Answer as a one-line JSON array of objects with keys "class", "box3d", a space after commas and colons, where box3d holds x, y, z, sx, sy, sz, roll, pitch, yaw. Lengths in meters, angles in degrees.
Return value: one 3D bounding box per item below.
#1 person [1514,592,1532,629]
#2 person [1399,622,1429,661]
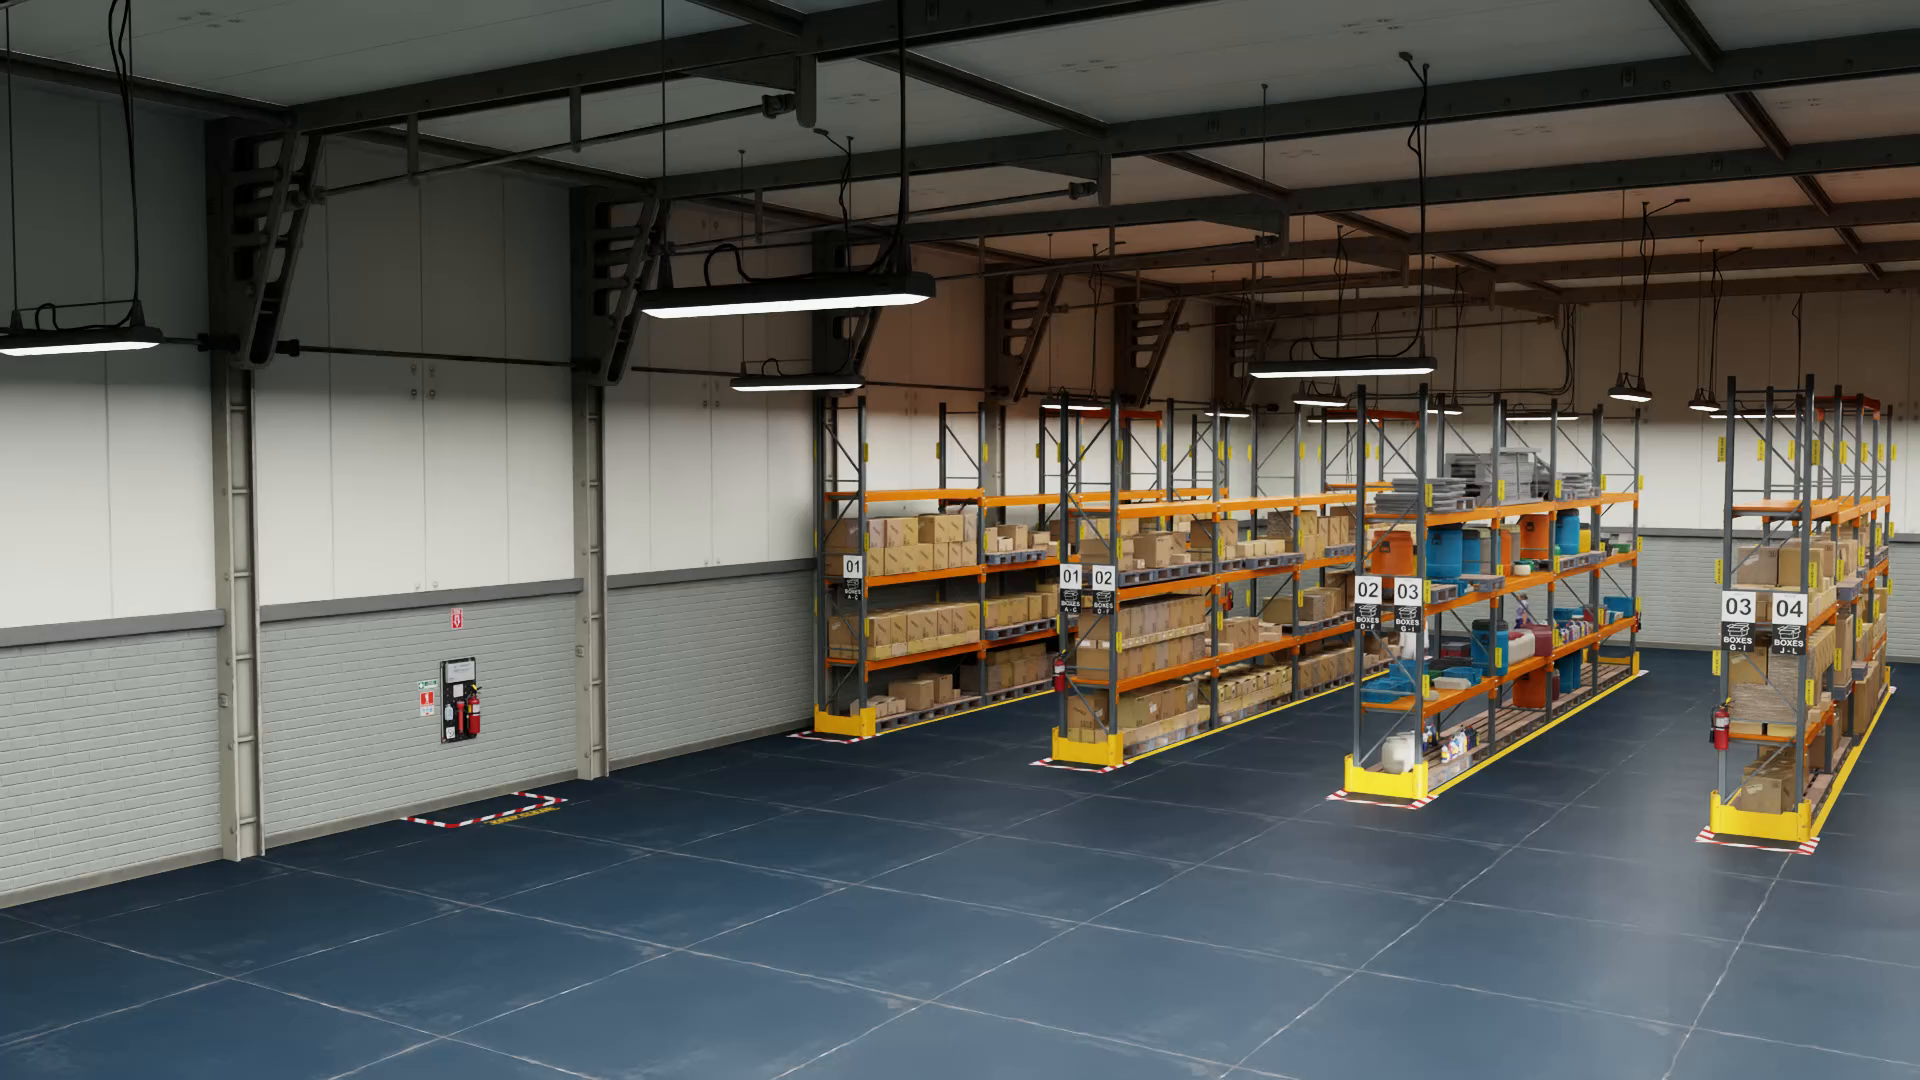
[{"class": "person", "box3d": [13.606, 2.063, 40.294, 0.825, 1.615, 0.489, 3, 4, 43]}, {"class": "person", "box3d": [9.599, 2.263, 35.160, 0.638, 1.779, 0.531, 0, 3, 6]}]
